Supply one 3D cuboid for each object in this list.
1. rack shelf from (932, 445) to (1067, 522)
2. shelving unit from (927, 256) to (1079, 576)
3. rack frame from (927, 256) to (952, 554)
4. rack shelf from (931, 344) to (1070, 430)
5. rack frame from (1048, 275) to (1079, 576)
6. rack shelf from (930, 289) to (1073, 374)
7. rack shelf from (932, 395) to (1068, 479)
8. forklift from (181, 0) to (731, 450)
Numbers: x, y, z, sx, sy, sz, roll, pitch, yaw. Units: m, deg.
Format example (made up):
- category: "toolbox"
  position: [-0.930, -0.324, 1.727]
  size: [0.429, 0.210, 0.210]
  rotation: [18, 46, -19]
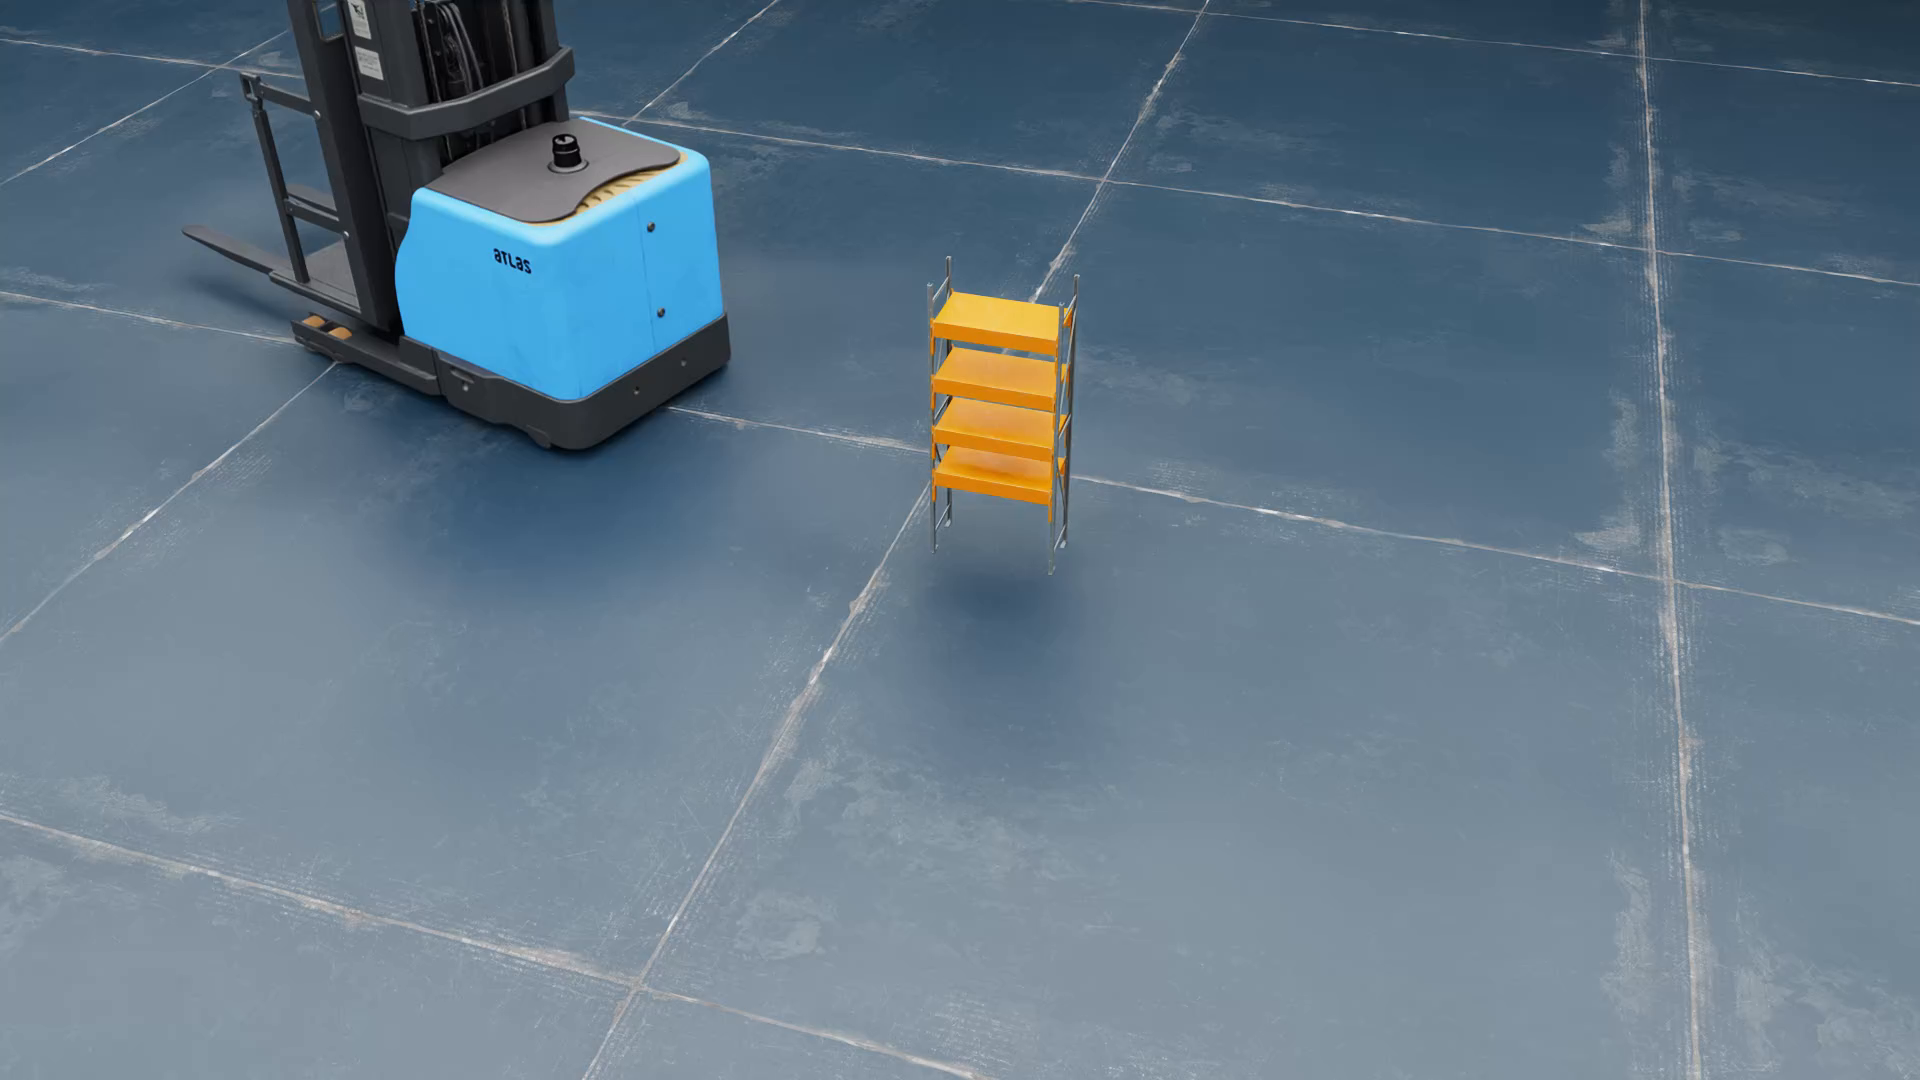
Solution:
- category: "rack shelf"
  position: [0.158, -0.240, 6.512]
  size: [0.480, 0.148, 0.258]
  rotation: [10, 38, 14]
- category: "shelving unit"
  position: [0.158, -0.454, 6.355]
  size: [0.503, 1.200, 0.258]
  rotation: [10, 38, 14]
- category: "rack frame"
  position: [-0.075, -0.497, 6.413]
  size: [0.015, 1.200, 0.240]
  rotation: [10, 38, 14]
- category: "rack shelf"
  position: [0.158, -0.580, 6.262]
  size: [0.480, 0.148, 0.258]
  rotation: [10, 38, 14]
- category: "rack frame"
  position: [0.391, -0.411, 6.296]
  size: [0.015, 1.200, 0.240]
  rotation: [10, 38, 14]
- category: "rack shelf"
  position: [0.158, -0.770, 6.122]
  size: [0.480, 0.148, 0.258]
  rotation: [10, 38, 14]
- category: "rack shelf"
  position: [0.158, -0.400, 6.394]
  size: [0.480, 0.148, 0.258]
  rotation: [10, 38, 14]
- category: "forklift"
  position: [-2.575, -2.253, 7.338]
  size: [3.031, 2.935, 1.130]
  rotation: [22, 42, 27]
